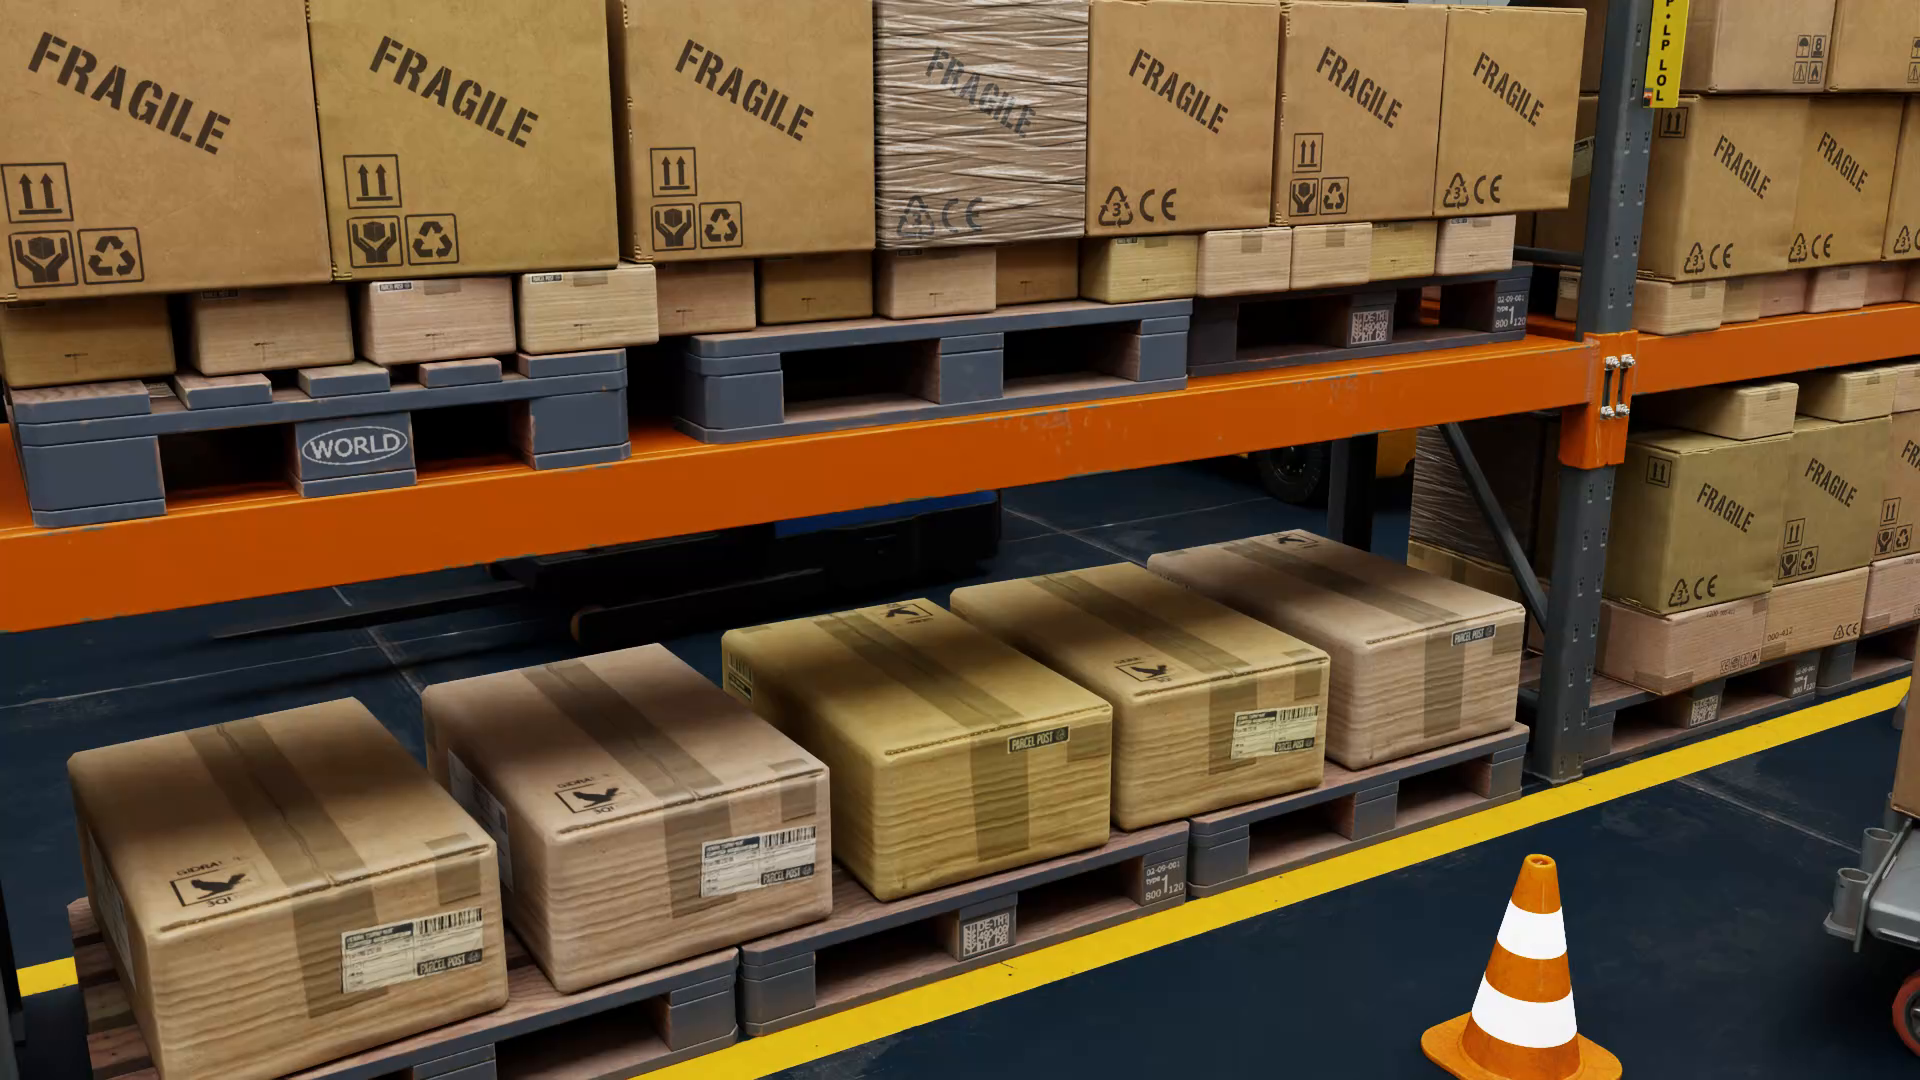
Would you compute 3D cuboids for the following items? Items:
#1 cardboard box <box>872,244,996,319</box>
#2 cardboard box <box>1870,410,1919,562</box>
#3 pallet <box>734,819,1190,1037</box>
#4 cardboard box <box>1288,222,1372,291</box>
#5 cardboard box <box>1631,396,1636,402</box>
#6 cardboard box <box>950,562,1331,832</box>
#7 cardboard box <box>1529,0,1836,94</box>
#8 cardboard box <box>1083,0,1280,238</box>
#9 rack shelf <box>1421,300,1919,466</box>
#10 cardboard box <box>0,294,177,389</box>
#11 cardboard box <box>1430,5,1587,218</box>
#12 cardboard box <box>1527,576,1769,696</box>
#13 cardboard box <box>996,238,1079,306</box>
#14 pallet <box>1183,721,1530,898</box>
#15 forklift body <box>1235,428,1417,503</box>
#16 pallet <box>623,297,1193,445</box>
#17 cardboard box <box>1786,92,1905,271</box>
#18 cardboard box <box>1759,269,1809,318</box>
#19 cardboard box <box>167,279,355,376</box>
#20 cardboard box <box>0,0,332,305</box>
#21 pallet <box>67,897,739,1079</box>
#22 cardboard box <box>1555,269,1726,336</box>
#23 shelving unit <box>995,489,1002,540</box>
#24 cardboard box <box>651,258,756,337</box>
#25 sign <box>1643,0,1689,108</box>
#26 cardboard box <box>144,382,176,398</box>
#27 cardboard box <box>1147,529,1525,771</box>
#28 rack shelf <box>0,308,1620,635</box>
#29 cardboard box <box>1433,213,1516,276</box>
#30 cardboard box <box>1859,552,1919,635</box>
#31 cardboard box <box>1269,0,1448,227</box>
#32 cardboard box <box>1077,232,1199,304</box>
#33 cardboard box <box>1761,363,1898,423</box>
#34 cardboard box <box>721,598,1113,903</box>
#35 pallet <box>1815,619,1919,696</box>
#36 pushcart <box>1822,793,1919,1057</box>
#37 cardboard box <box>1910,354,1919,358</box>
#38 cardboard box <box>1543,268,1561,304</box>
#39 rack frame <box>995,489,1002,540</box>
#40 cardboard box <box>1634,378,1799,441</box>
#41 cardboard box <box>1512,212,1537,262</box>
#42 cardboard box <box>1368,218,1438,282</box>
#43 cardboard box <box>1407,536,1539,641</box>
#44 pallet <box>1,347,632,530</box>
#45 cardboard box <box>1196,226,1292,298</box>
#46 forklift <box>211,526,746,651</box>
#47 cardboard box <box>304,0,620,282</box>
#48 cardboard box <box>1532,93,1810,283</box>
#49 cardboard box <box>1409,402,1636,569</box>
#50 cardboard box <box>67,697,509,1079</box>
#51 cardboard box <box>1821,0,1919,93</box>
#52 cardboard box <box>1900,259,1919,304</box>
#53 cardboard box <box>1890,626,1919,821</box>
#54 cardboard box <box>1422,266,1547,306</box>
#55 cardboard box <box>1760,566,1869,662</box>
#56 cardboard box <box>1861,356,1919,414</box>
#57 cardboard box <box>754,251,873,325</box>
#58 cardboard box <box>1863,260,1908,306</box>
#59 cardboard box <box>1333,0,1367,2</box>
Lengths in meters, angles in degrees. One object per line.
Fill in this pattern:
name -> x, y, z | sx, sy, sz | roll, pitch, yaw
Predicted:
cardboard box -> -0.122, -0.587, 3.635 | 0.250, 0.149, 0.380 | -9, 18, -28
cardboard box -> 3.065, -0.254, 5.686 | 0.500, 0.500, 0.500 | -8, 18, -27
pallet -> -0.191, 0.775, 4.253 | 1.213, 0.211, 1.003 | -9, 18, -30
cardboard box -> 0.786, -0.716, 4.093 | 0.250, 0.149, 0.380 | -10, 18, -31
cardboard box -> 2.326, -0.301, 5.854 | 0.500, 0.500, 0.500 | -9, 18, -29
cardboard box -> 0.459, 0.391, 4.549 | 0.625, 0.372, 0.950 | -8, 18, -26
cardboard box -> 2.011, -1.530, 4.723 | 0.500, 0.500, 0.700 | -9, 18, -30
cardboard box -> 0.375, -0.983, 3.846 | 0.500, 0.500, 0.500 | -9, 18, -28
rack shelf -> 3.237, -0.778, 5.961 | 4.000, 0.370, 1.077 | -9, 18, -30
cardboard box -> -1.532, -0.374, 2.874 | 0.250, 0.149, 0.380 | -10, 19, -33
cardboard box -> 1.244, -1.123, 4.344 | 0.500, 0.500, 0.500 | -10, 18, -31
cardboard box -> 2.167, 0.256, 5.257 | 0.500, 0.250, 0.500 | -10, 19, -32
cardboard box -> 0.063, -0.641, 3.827 | 0.250, 0.149, 0.380 | -10, 18, -32
pallet -> 0.856, 0.605, 4.861 | 1.213, 0.211, 1.003 | -9, 18, -30
forklift body -> 1.706, -1.456, 8.619 | 1.214, 2.155, 2.313 | -9, 18, -30
pallet -> -0.231, -0.483, 3.930 | 1.213, 0.211, 1.003 | -9, 18, -30
cardboard box -> 2.461, -1.110, 5.075 | 0.500, 0.500, 0.500 | -9, 18, -30
cardboard box -> 2.359, -0.786, 5.123 | 0.250, 0.149, 0.380 | -9, 18, -30
cardboard box -> -1.273, -0.405, 2.986 | 0.250, 0.149, 0.380 | -11, 19, -33
cardboard box -> -1.402, -0.693, 2.811 | 0.500, 0.500, 0.500 | -10, 18, -31
pallet -> -1.236, 0.944, 3.651 | 1.213, 0.211, 1.003 | -9, 18, -30
cardboard box -> 1.957, -0.695, 4.798 | 0.250, 0.149, 0.380 | -9, 18, -30
shelving unit -> 0.025, -0.511, 7.289 | 0.252, 1.050, 0.215 | -10, 19, -32
cardboard box -> -0.601, -0.518, 3.387 | 0.250, 0.149, 0.380 | -8, 18, -26
sign -> 1.811, -1.276, 4.260 | 0.005, 0.325, 0.100 | -9, 18, -30
cardboard box -> -3.924, -0.581, 7.546 | 0.625, 0.625, 0.875 | -9, 18, -28
cardboard box -> 1.074, 0.290, 4.908 | 0.625, 0.372, 0.950 | -9, 18, -29
rack shelf -> -0.192, -0.222, 3.978 | 4.000, 0.370, 1.077 | -9, 18, -30
cardboard box -> 1.223, -0.792, 4.367 | 0.250, 0.149, 0.380 | -9, 18, -29
cardboard box -> 3.072, 0.105, 5.796 | 0.500, 0.250, 0.500 | -9, 18, -30
cardboard box -> 0.820, -1.054, 4.097 | 0.500, 0.500, 0.500 | -9, 18, -29
cardboard box -> 0.341, -0.654, 3.873 | 0.250, 0.149, 0.380 | -9, 18, -30
cardboard box -> 2.745, -0.493, 5.337 | 0.250, 0.149, 0.380 | -8, 18, -28
cardboard box -> -0.136, 0.488, 4.203 | 0.625, 0.372, 0.950 | -9, 18, -28
pallet -> 3.127, 0.224, 6.220 | 1.213, 0.211, 1.003 | -9, 18, -30
pushcart -> 2.739, 0.937, 3.369 | 1.648, 0.377, 0.936 | 12, 20, 37
cardboard box -> 3.651, -0.517, 6.622 | 0.500, 0.500, 0.500 | -10, 19, -32
cardboard box -> 1.851, -0.877, 5.447 | 0.250, 0.149, 0.380 | -9, 18, -28
rack frame -> 0.127, -0.529, 7.353 | 0.008, 1.050, 0.200 | -10, 19, -32
cardboard box -> 2.305, -0.421, 5.080 | 0.250, 0.149, 0.380 | -9, 18, -29
cardboard box -> 1.775, -1.157, 5.244 | 0.500, 0.500, 0.500 | -10, 18, -31
cardboard box -> 0.988, -0.760, 4.250 | 0.250, 0.149, 0.380 | -10, 18, -31
cardboard box -> 1.891, 0.131, 5.702 | 0.500, 0.250, 0.500 | -8, 18, -27
pallet -> -1.351, -0.322, 3.356 | 1.003, 0.211, 1.213 | -9, 18, -30
cardboard box -> 0.569, -0.679, 3.964 | 0.250, 0.149, 0.380 | -9, 18, -29
forklift -> -1.355, -1.174, 6.168 | 3.031, 2.935, 1.121 | -10, 19, -32
cardboard box -> -0.959, -0.767, 3.075 | 0.500, 0.500, 0.500 | -8, 18, -27
cardboard box -> 2.043, -1.035, 4.807 | 0.500, 0.500, 0.500 | -9, 18, -30
cardboard box -> 1.891, -0.230, 5.600 | 0.500, 0.500, 0.500 | -9, 18, -30
cardboard box -> -1.417, 0.696, 3.459 | 0.625, 0.372, 0.950 | -11, 19, -33
cardboard box -> 2.460, -1.596, 4.958 | 0.500, 0.500, 0.700 | -9, 18, -29
cardboard box -> 3.059, -0.871, 5.424 | 0.250, 0.149, 0.380 | -9, 18, -29
cardboard box -> 2.465, 0.400, 3.653 | 0.500, 0.500, 0.500 | -9, 18, -30
cardboard box -> 1.641, -0.841, 5.317 | 0.250, 0.149, 0.380 | -9, 18, -30
cardboard box -> 2.619, 0.179, 5.531 | 0.500, 0.250, 0.500 | -8, 18, -27
cardboard box -> 2.974, -0.531, 5.473 | 0.250, 0.149, 0.380 | -8, 18, -27
cardboard box -> -0.379, -0.566, 3.559 | 0.250, 0.149, 0.380 | -8, 18, -28
cardboard box -> 2.802, -0.857, 5.375 | 0.250, 0.149, 0.380 | -9, 18, -30
cardboard box -> 0.937, -1.569, 4.733 | 0.250, 0.149, 0.380 | -9, 18, -30
